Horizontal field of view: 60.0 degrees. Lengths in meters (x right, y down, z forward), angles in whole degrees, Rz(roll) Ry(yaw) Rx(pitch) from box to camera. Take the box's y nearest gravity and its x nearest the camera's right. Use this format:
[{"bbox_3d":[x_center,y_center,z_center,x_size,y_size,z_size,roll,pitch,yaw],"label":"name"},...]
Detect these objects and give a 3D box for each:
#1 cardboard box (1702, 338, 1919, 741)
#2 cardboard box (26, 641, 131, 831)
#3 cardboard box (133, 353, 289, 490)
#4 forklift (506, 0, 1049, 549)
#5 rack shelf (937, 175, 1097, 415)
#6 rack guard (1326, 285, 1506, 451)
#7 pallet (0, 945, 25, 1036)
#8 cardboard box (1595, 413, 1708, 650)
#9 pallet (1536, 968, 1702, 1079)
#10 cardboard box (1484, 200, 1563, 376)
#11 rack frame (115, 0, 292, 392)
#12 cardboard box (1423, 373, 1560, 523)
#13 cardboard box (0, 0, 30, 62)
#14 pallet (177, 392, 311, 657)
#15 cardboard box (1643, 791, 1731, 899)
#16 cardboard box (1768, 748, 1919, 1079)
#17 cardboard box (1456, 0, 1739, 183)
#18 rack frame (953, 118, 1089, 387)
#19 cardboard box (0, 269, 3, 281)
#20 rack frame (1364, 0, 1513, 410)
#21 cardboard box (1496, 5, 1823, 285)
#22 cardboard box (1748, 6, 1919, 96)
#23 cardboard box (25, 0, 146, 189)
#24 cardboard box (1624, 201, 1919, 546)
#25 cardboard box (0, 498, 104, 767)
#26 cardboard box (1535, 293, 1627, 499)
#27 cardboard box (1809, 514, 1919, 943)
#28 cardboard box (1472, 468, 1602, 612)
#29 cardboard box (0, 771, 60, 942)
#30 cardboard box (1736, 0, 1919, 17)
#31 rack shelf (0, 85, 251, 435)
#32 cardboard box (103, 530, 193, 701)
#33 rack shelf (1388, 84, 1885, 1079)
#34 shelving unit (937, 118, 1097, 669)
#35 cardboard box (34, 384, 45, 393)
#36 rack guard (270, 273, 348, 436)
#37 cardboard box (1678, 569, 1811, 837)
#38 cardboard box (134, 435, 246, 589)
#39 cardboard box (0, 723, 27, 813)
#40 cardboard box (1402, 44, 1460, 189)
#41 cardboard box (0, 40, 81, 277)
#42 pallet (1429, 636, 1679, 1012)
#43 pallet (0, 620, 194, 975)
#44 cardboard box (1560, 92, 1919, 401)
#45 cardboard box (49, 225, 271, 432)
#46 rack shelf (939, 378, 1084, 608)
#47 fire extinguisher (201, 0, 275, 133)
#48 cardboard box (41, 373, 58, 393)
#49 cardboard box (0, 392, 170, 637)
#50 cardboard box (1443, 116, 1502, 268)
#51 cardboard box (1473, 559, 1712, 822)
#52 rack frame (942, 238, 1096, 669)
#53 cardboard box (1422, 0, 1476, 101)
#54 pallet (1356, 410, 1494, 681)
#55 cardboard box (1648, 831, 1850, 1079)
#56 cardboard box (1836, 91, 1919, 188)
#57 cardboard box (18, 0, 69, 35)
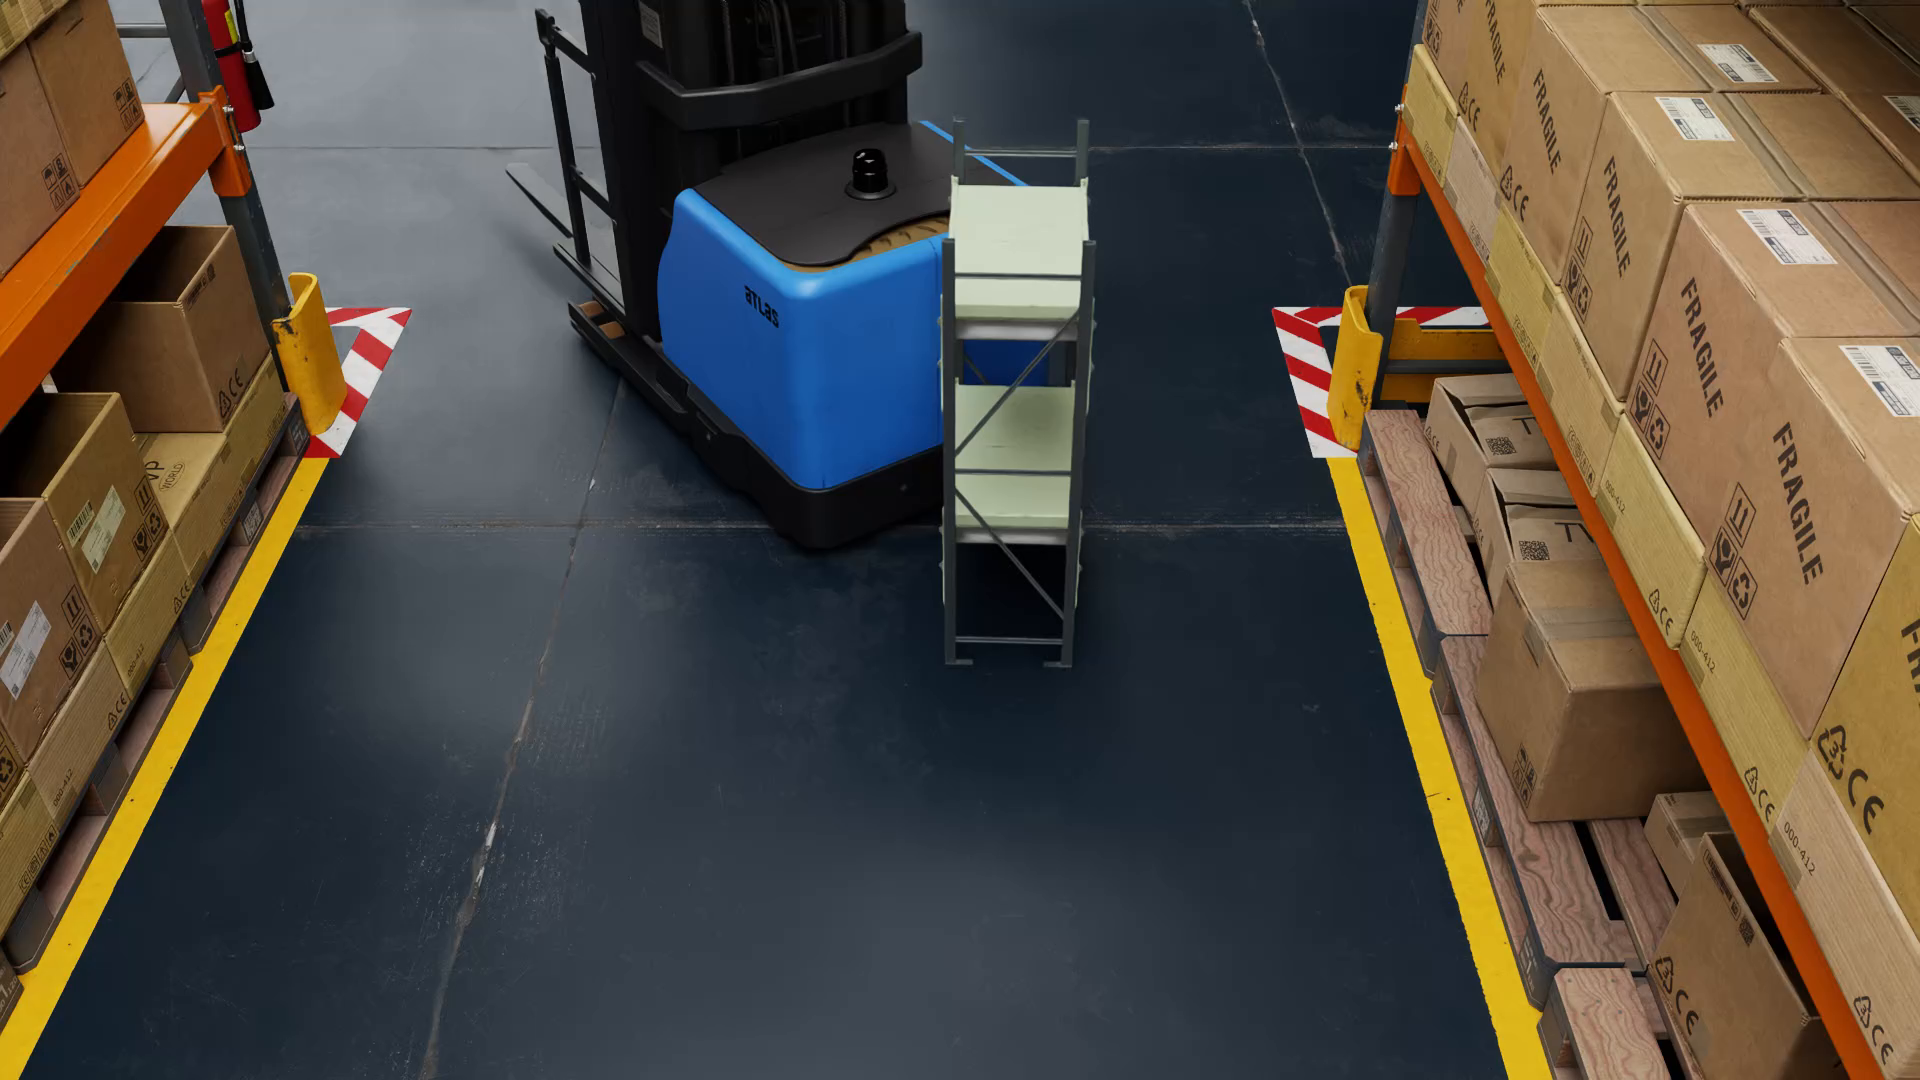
[{"bbox_3d":[1.681,-0.005,2.862,0.500,0.500,0.500,0,39,0],"label":"cardboard box"},{"bbox_3d":[-2.652,0.531,4.552,0.500,0.250,0.500,0,39,0],"label":"cardboard box"},{"bbox_3d":[-2.666,-0.407,5.723,0.500,0.250,0.500,0,39,0],"label":"cardboard box"},{"bbox_3d":[-0.921,-1.998,5.899,1.130,2.935,3.031,-23,44,-26],"label":"forklift"},{"bbox_3d":[0.166,-0.724,4.830,0.431,0.370,0.720,1,39,2],"label":"rack shelf"},{"bbox_3d":[1.992,-0.635,6.142,1.175,0.500,0.348,0,39,0],"label":"rack guard"},{"bbox_3d":[-2.916,1.441,3.783,1.003,0.211,1.213,0,39,0],"label":"pallet"},{"bbox_3d":[1.685,-0.027,3.489,0.500,0.250,0.500,0,39,0],"label":"cardboard box"},{"bbox_3d":[1.960,1.512,3.694,1.003,0.211,1.213,0,39,0],"label":"pallet"},{"bbox_3d":[1.685,-0.658,4.276,0.500,0.250,0.500,-1,39,-1],"label":"cardboard box"},{"bbox_3d":[-2.962,-1.652,5.412,1.000,3.000,0.127,0,39,0],"label":"rack frame"},{"bbox_3d":[1.903,-0.347,5.583,0.500,0.311,0.500,-4,39,-5],"label":"cardboard box"},{"bbox_3d":[-2.769,-1.381,4.476,0.380,0.149,0.250,-1,39,-1],"label":"cardboard box"},{"bbox_3d":[-2.919,-0.085,5.687,1.003,0.211,1.213,0,39,0],"label":"pallet"},{"bbox_3d":[2.015,0.785,4.300,0.380,0.149,0.250,-3,39,-4],"label":"cardboard box"},{"bbox_3d":[1.693,0.599,2.708,0.500,0.250,0.500,0,39,0],"label":"cardboard box"},{"bbox_3d":[1.683,-1.292,4.467,0.500,0.500,0.500,0,39,0],"label":"cardboard box"},{"bbox_3d":[0.179,-0.648,5.360,0.400,1.500,0.023,1,39,2],"label":"rack frame"},{"bbox_3d":[-2.974,-0.760,4.219,0.700,0.500,0.500,0,39,0],"label":"cardboard box"},{"bbox_3d":[1.992,-1.657,5.420,1.000,3.000,0.127,0,39,0],"label":"rack frame"},{"bbox_3d":[1.677,-0.968,4.064,0.500,0.500,0.500,-1,39,-2],"label":"cardboard box"},{"bbox_3d":[2.201,-0.967,4.062,0.500,0.500,0.500,-1,39,-1],"label":"cardboard box"},{"bbox_3d":[-2.974,-1.399,5.017,0.700,0.500,0.500,0,39,0],"label":"cardboard box"},{"bbox_3d":[1.691,-0.320,3.255,0.500,0.500,0.500,-1,39,-1],"label":"cardboard box"},{"bbox_3d":[-2.648,0.238,4.318,0.500,0.500,0.500,0,39,0],"label":"cardboard box"},{"bbox_3d":[1.683,-0.342,3.882,0.500,0.250,0.500,0,39,0],"label":"cardboard box"},{"bbox_3d":[1.687,0.307,2.473,0.500,0.500,0.500,0,39,0],"label":"cardboard box"},{"bbox_3d":[1.903,0.009,5.138,0.500,0.311,0.500,3,39,4],"label":"cardboard box"},{"bbox_3d":[-2.645,0.843,4.162,0.500,0.250,0.500,0,39,0],"label":"cardboard box"},{"bbox_3d":[2.196,-1.290,4.465,0.500,0.500,0.500,0,39,1],"label":"cardboard box"},{"bbox_3d":[-2.959,-0.120,4.077,1.077,0.370,4.000,0,39,0],"label":"rack shelf"},{"bbox_3d":[-2.651,0.218,4.942,0.500,0.250,0.500,0,39,0],"label":"cardboard box"},{"bbox_3d":[1.994,-0.126,4.084,1.077,0.370,4.000,0,39,0],"label":"rack shelf"},{"bbox_3d":[0.166,-0.420,5.074,0.431,1.500,0.755,1,39,2],"label":"shelving unit"},{"bbox_3d":[-3.181,-0.387,5.097,0.500,0.500,0.500,0,39,0],"label":"cardboard box"},{"bbox_3d":[-2.962,-0.691,6.213,1.175,0.500,0.348,0,39,0],"label":"rack guard"},{"bbox_3d":[1.701,0.287,3.097,0.500,0.250,0.500,0,39,0],"label":"cardboard box"},{"bbox_3d":[-2.653,-0.095,5.332,0.500,0.250,0.500,0,39,0],"label":"cardboard box"},{"bbox_3d":[-2.646,0.551,3.927,0.500,0.500,0.500,0,39,0],"label":"cardboard box"},{"bbox_3d":[1.675,-1.301,5.079,0.500,0.250,0.500,-1,39,-1],"label":"cardboard box"},{"bbox_3d":[-2.969,-1.070,4.607,0.700,0.500,0.500,1,39,1],"label":"cardboard box"},{"bbox_3d":[1.956,0.747,4.649,1.003,0.211,1.213,0,39,0],"label":"pallet"},{"bbox_3d":[-2.920,0.676,4.738,1.003,0.211,1.213,0,39,0],"label":"pallet"},{"bbox_3d":[1.689,-0.646,3.661,0.500,0.500,0.500,1,39,1],"label":"cardboard box"},{"bbox_3d":[-2.663,-0.700,5.488,0.500,0.500,0.500,0,39,0],"label":"cardboard box"},{"bbox_3d":[0.166,-0.165,5.278,0.431,0.370,0.720,1,39,2],"label":"rack shelf"},{"bbox_3d":[-2.497,-1.696,5.529,0.296,0.674,0.183,0,39,0],"label":"fire extinguisher"},{"bbox_3d":[-3.184,-0.407,5.722,0.500,0.250,0.500,0,39,0],"label":"cardboard box"},{"bbox_3d":[-2.648,-0.075,4.708,0.500,0.500,0.500,0,39,0],"label":"cardboard box"},{"bbox_3d":[1.690,-0.977,4.674,0.500,0.250,0.500,-1,39,-1],"label":"cardboard box"},{"bbox_3d":[1.854,0.394,4.506,0.700,0.500,0.500,-2,39,-3],"label":"cardboard box"},{"bbox_3d":[0.153,-0.191,4.789,0.400,1.500,0.023,1,39,2],"label":"rack frame"},{"bbox_3d":[1.692,-1.601,4.853,0.500,0.500,0.500,0,39,0],"label":"cardboard box"},{"bbox_3d":[1.958,-0.014,5.598,1.003,0.211,1.213,0,39,0],"label":"pallet"},{"bbox_3d":[1.955,0.999,3.752,0.500,0.500,0.500,-3,39,-3],"label":"cardboard box"},{"bbox_3d":[2.201,-0.652,3.669,0.500,0.500,0.500,0,39,1],"label":"cardboard box"},{"bbox_3d":[-2.769,-1.541,4.676,0.380,0.149,0.250,1,39,1],"label":"cardboard box"}]
